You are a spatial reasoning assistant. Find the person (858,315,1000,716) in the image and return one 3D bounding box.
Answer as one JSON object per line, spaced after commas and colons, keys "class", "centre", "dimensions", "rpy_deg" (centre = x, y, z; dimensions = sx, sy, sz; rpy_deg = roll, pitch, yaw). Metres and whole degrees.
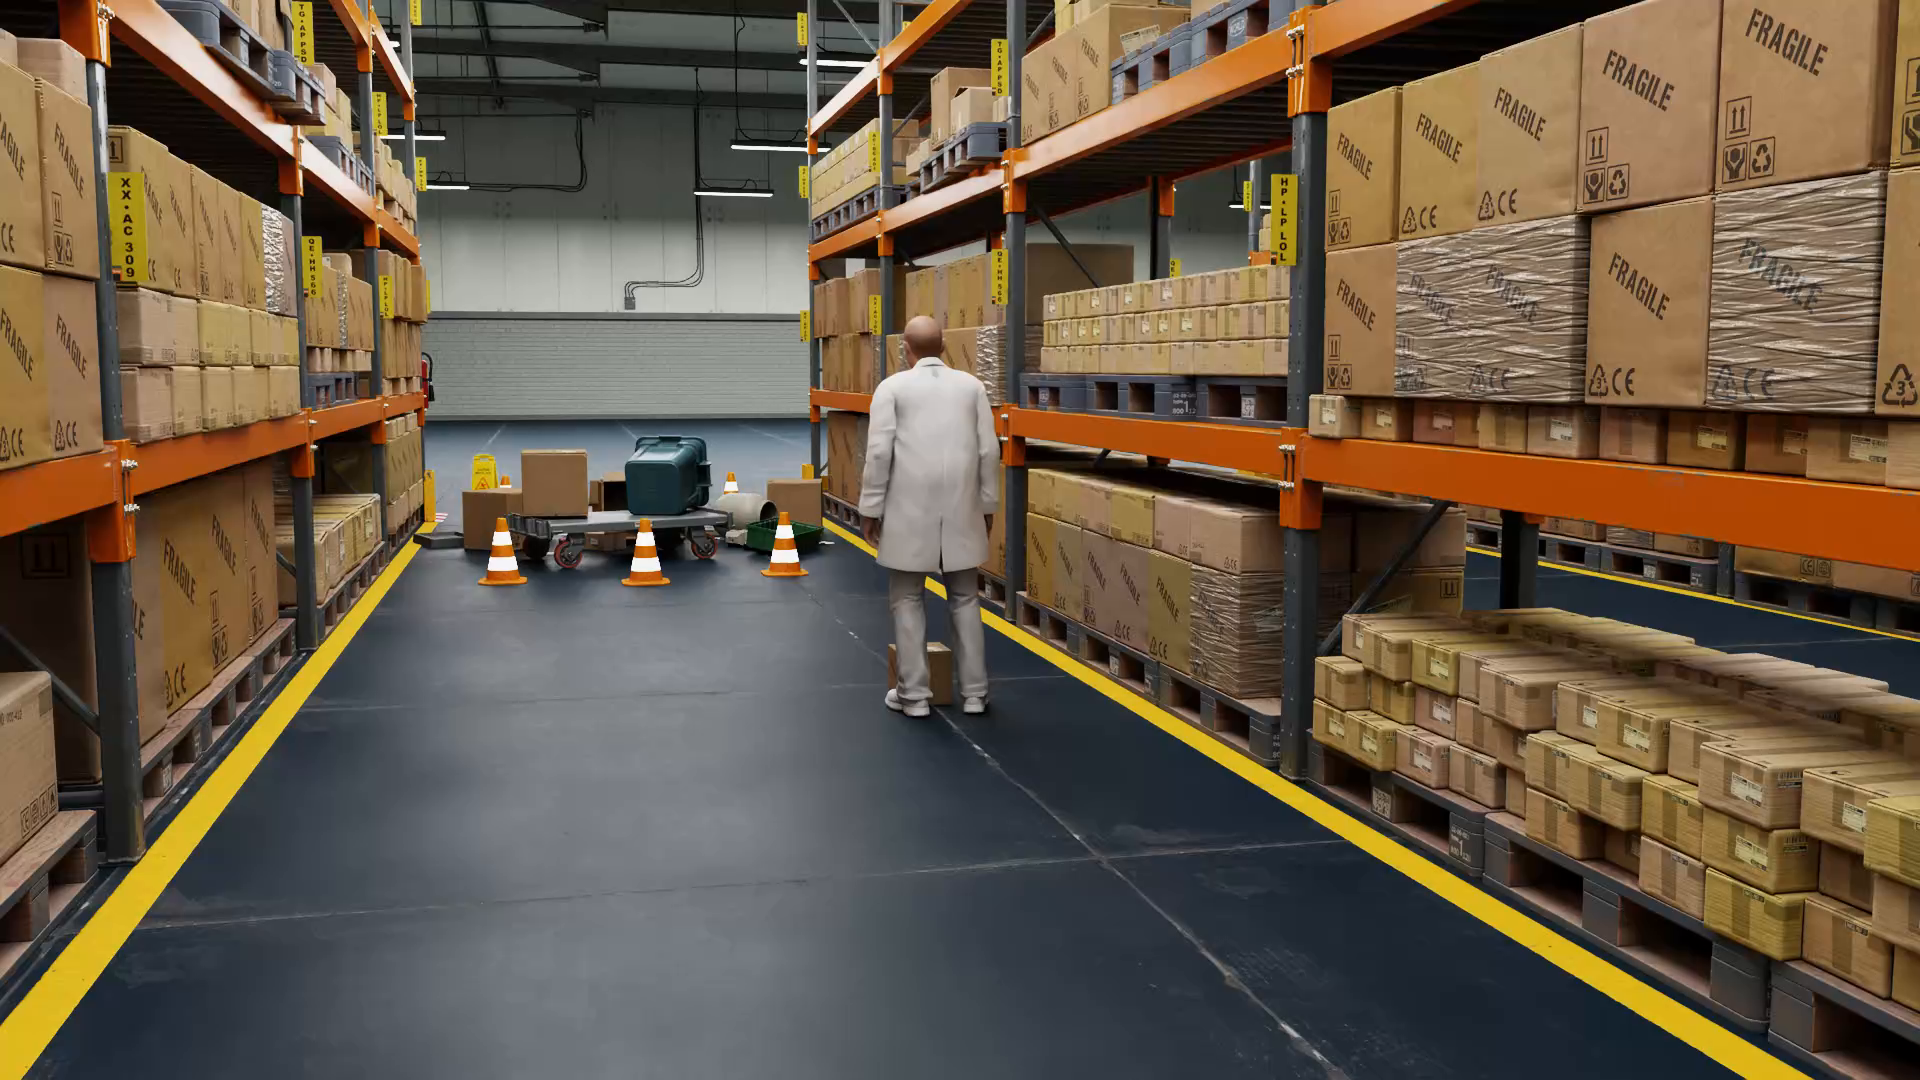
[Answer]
{"class": "person", "centre": [-0.133, -0.110, 7.435], "dimensions": [0.654, 1.775, 0.420], "rpy_deg": [-2, 6, -16]}
